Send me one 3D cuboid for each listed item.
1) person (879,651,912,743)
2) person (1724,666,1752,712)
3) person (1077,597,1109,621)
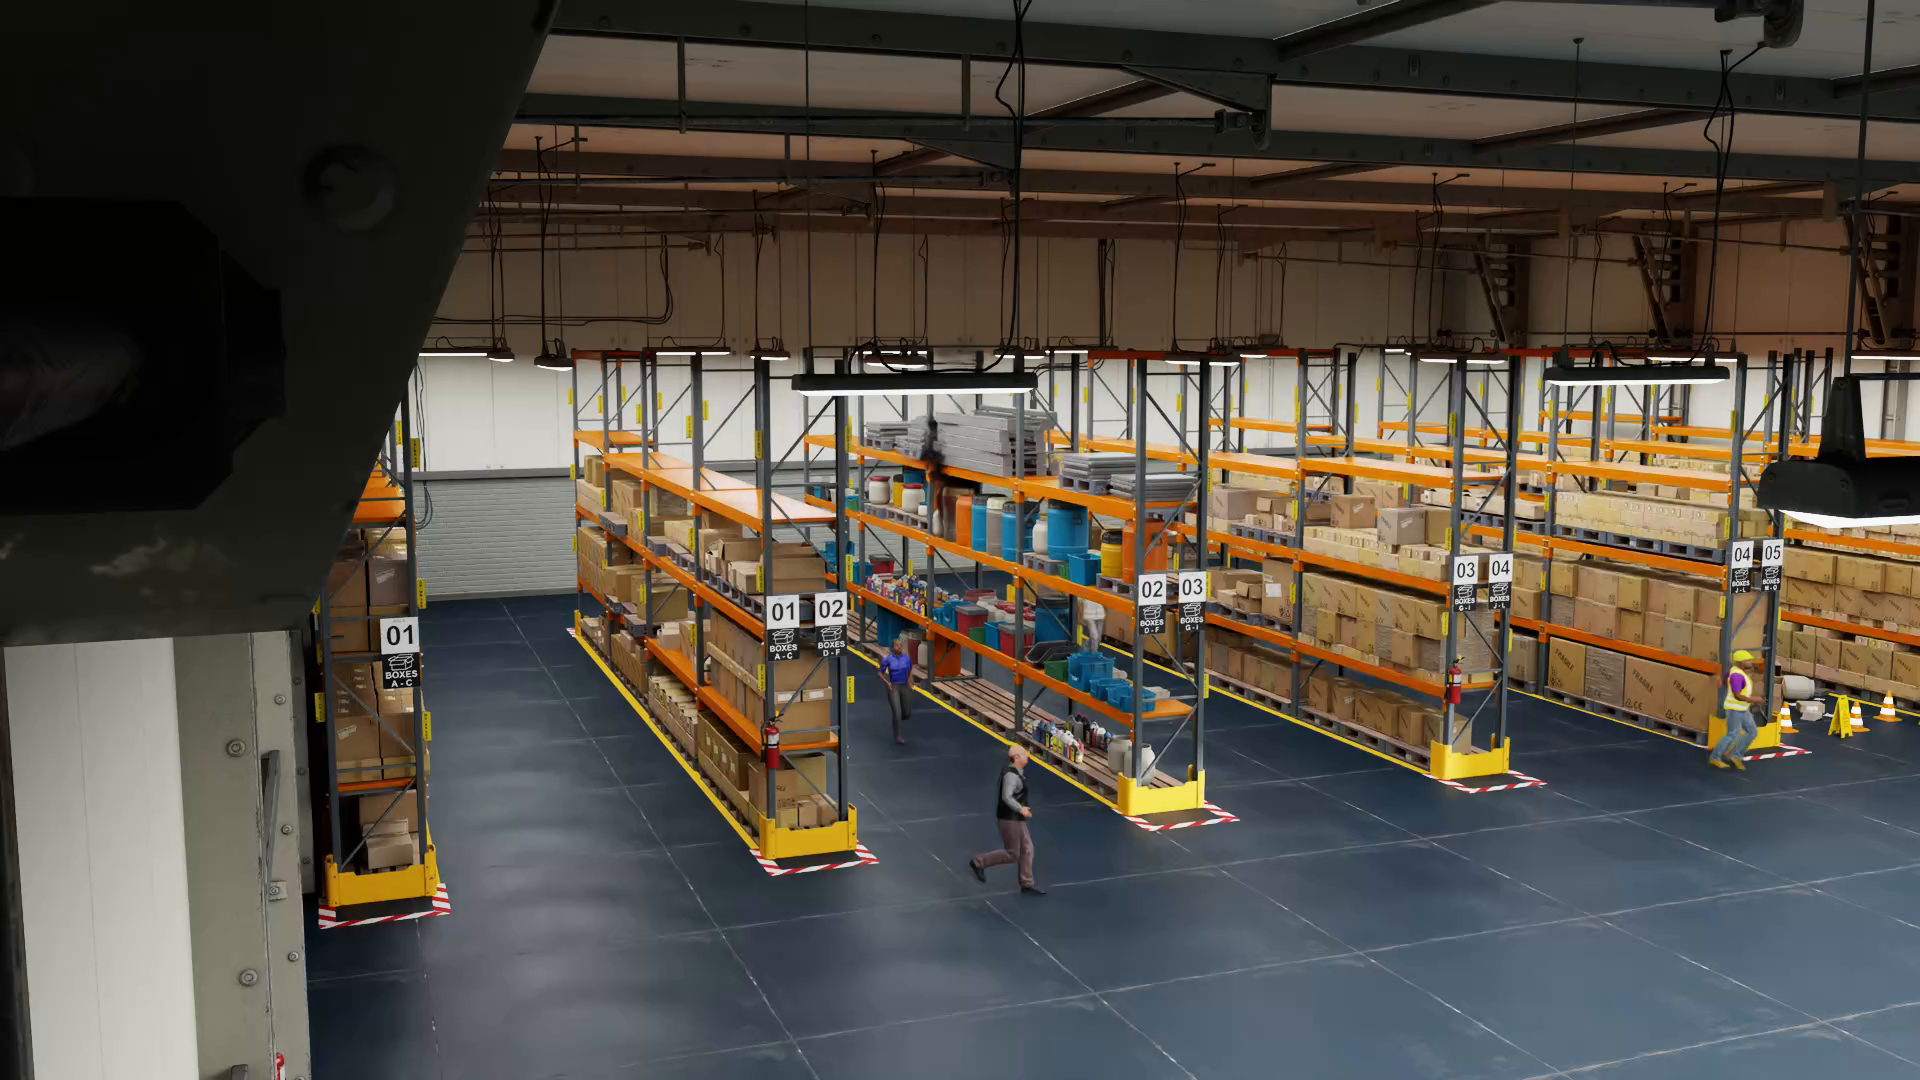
[{"bbox_3d":[-0.991,2.425,25.883,0.541,1.401,0.612,-3,8,-21],"label":"person"},{"bbox_3d":[11.251,2.146,24.091,0.428,0.641,0.681,5,9,33],"label":"person"},{"bbox_3d":[2.583,1.086,31.792,0.689,0.909,0.527,-2,7,-15],"label":"person"}]
